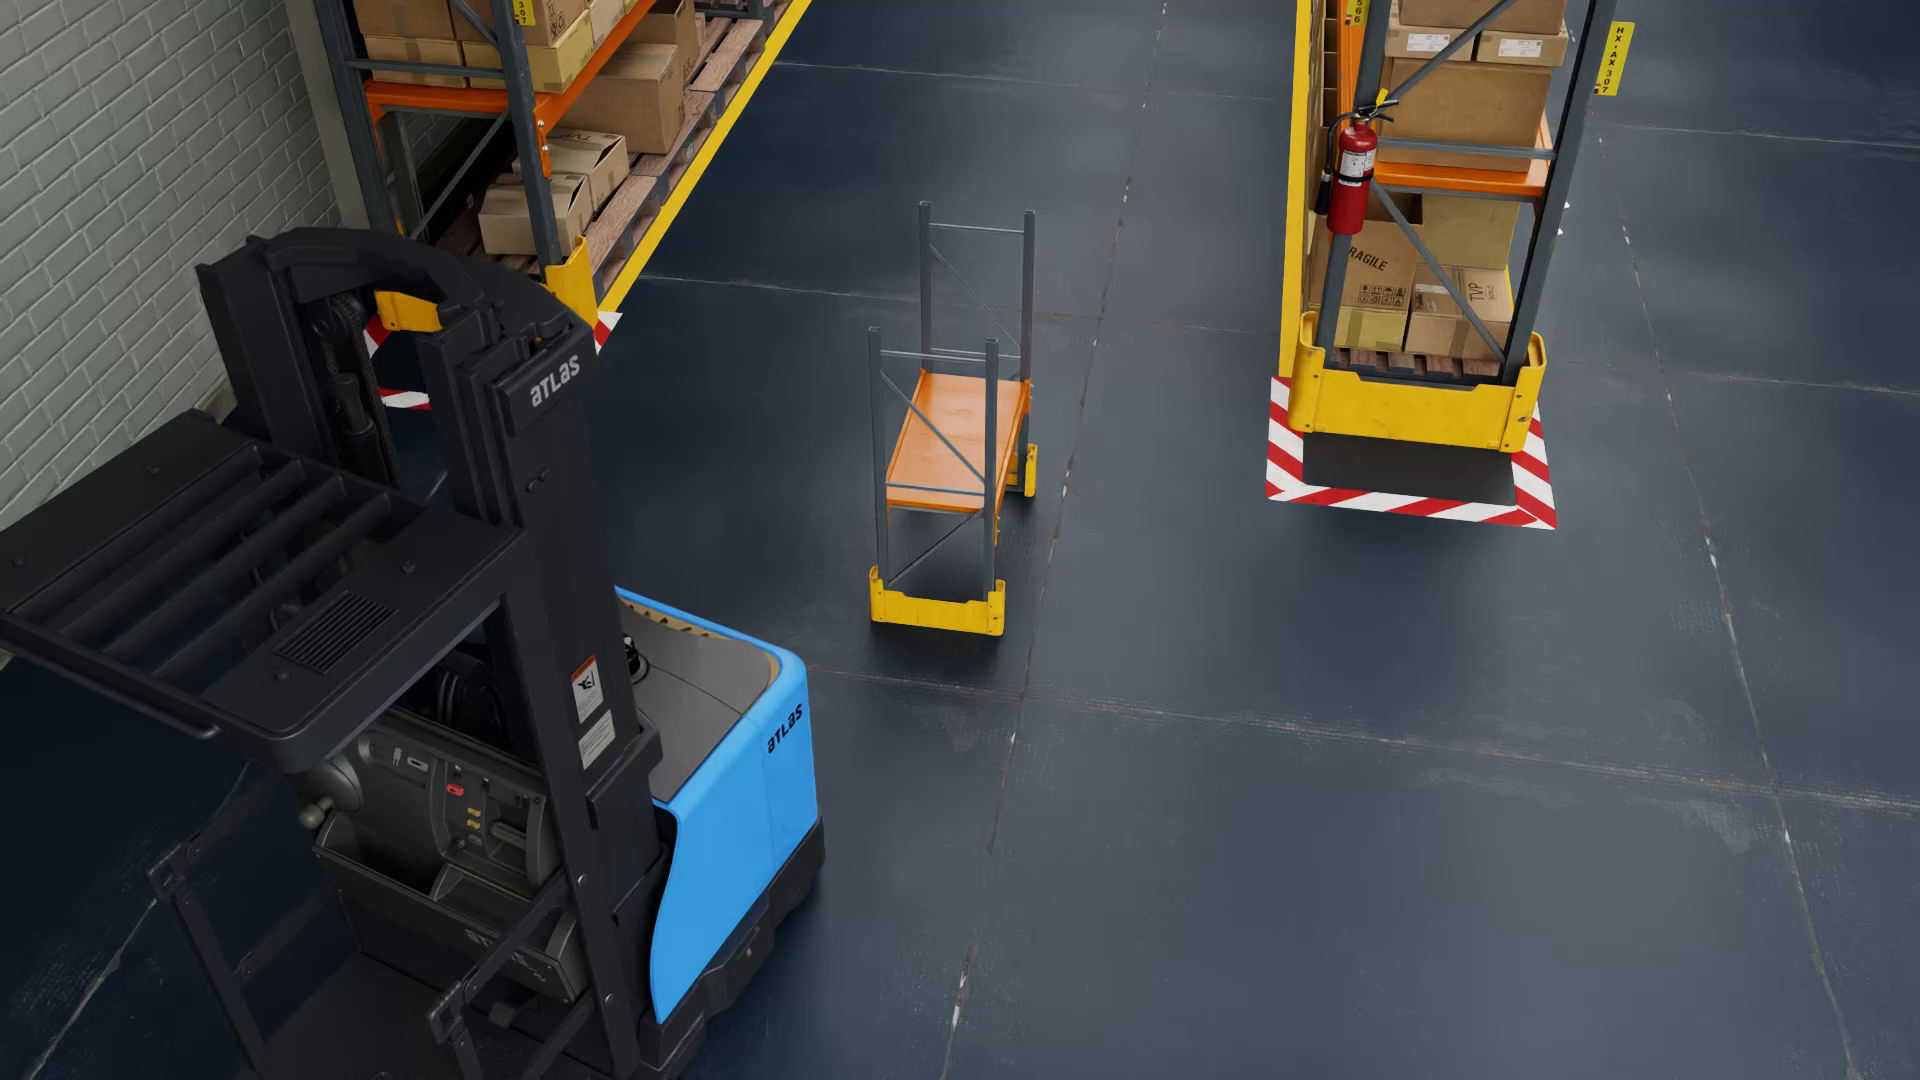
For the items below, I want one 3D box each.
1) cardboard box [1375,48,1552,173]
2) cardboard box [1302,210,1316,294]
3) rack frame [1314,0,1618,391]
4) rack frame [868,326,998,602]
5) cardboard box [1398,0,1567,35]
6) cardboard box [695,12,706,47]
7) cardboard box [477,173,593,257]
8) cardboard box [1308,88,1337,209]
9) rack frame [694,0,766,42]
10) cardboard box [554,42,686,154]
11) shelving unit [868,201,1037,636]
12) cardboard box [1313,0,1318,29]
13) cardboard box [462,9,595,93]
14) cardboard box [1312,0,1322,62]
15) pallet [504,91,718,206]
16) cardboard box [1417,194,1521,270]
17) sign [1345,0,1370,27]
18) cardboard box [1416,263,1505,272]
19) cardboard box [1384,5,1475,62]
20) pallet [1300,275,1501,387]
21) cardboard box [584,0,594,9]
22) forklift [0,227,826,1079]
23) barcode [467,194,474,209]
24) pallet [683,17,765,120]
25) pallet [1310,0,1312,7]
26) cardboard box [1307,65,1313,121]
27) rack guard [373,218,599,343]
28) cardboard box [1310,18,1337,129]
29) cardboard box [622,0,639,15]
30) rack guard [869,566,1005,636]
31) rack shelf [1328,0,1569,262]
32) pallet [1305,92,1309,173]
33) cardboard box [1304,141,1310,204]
[{"bbox_3d":[2.360,-2.102,7.859,0.700,0.500,0.500,6,40,8],"label":"cardboard box"},{"bbox_3d":[2.143,-1.558,9.108,0.500,0.250,0.500,6,40,8],"label":"cardboard box"},{"bbox_3d":[2.267,-1.771,7.538,1.000,3.000,0.127,6,40,8],"label":"rack frame"},{"bbox_3d":[-0.103,-0.205,6.821,0.500,1.500,0.032,6,40,8],"label":"rack frame"},{"bbox_3d":[2.369,-2.635,7.486,0.700,0.500,0.500,7,40,8],"label":"cardboard box"},{"bbox_3d":[-1.983,-3.564,11.585,0.380,0.166,0.250,2,40,2],"label":"cardboard box"},{"bbox_3d":[-2.404,-1.873,9.426,0.500,0.311,0.500,2,40,3],"label":"cardboard box"},{"bbox_3d":[2.225,-2.161,9.250,0.500,0.500,0.500,6,40,8],"label":"cardboard box"},{"bbox_3d":[-1.920,-4.826,11.233,1.000,3.000,0.127,6,40,8],"label":"rack frame"},{"bbox_3d":[-2.129,-2.758,10.349,0.700,0.500,0.500,4,40,5],"label":"cardboard box"},{"bbox_3d":[-0.013,-0.530,7.214,0.587,1.500,1.083,6,40,8],"label":"shelving unit"},{"bbox_3d":[2.745,-3.676,11.671,0.500,0.250,0.500,6,40,7],"label":"cardboard box"},{"bbox_3d":[-2.215,-2.536,8.566,0.500,0.250,0.500,5,40,6],"label":"cardboard box"},{"bbox_3d":[2.571,-3.416,10.768,0.500,0.500,0.500,6,40,8],"label":"cardboard box"},{"bbox_3d":[-2.211,-2.558,10.678,1.003,0.211,1.213,6,40,8],"label":"pallet"},{"bbox_3d":[2.663,-1.789,8.799,0.500,0.500,0.500,6,40,8],"label":"cardboard box"},{"bbox_3d":[1.735,-2.377,7.177,0.100,0.325,0.005,6,40,8],"label":"sign"},{"bbox_3d":[2.662,-1.500,9.038,0.500,0.250,0.500,6,40,8],"label":"cardboard box"},{"bbox_3d":[2.145,-2.321,7.615,0.380,0.149,0.250,6,40,7],"label":"cardboard box"},{"bbox_3d":[2.358,-1.181,9.013,1.003,0.211,1.213,6,40,8],"label":"pallet"},{"bbox_3d":[-2.139,-3.130,8.695,0.500,0.500,0.500,7,40,8],"label":"cardboard box"},{"bbox_3d":[-1.628,0.782,4.503,1.130,2.935,3.031,18,43,21],"label":"forklift"},{"bbox_3d":[-2.795,-1.932,9.490,0.001,0.075,0.075,6,40,8],"label":"barcode"},{"bbox_3d":[-2.002,-3.326,11.607,1.003,0.211,1.213,6,40,8],"label":"pallet"},{"bbox_3d":[3.257,-4.442,12.957,1.003,0.211,1.213,6,40,8],"label":"pallet"},{"bbox_3d":[2.489,-2.813,10.627,0.500,0.250,0.500,6,40,8],"label":"cardboard box"},{"bbox_3d":[-2.600,-1.400,9.050,1.175,0.500,0.348,6,40,8],"label":"rack guard"},{"bbox_3d":[2.398,-2.789,10.009,0.500,0.500,0.500,6,40,8],"label":"cardboard box"},{"bbox_3d":[-2.046,-3.183,9.348,0.500,0.250,0.500,6,40,7],"label":"cardboard box"},{"bbox_3d":[-0.099,0.264,7.234,0.587,0.250,0.087,6,40,8],"label":"rack guard"},{"bbox_3d":[2.613,-2.749,9.286,1.077,0.370,4.000,6,40,8],"label":"rack shelf"},{"bbox_3d":[2.780,-2.713,10.865,1.003,0.211,1.213,6,40,8],"label":"pallet"},{"bbox_3d":[2.316,-2.185,9.868,0.500,0.250,0.500,6,40,8],"label":"cardboard box"}]
